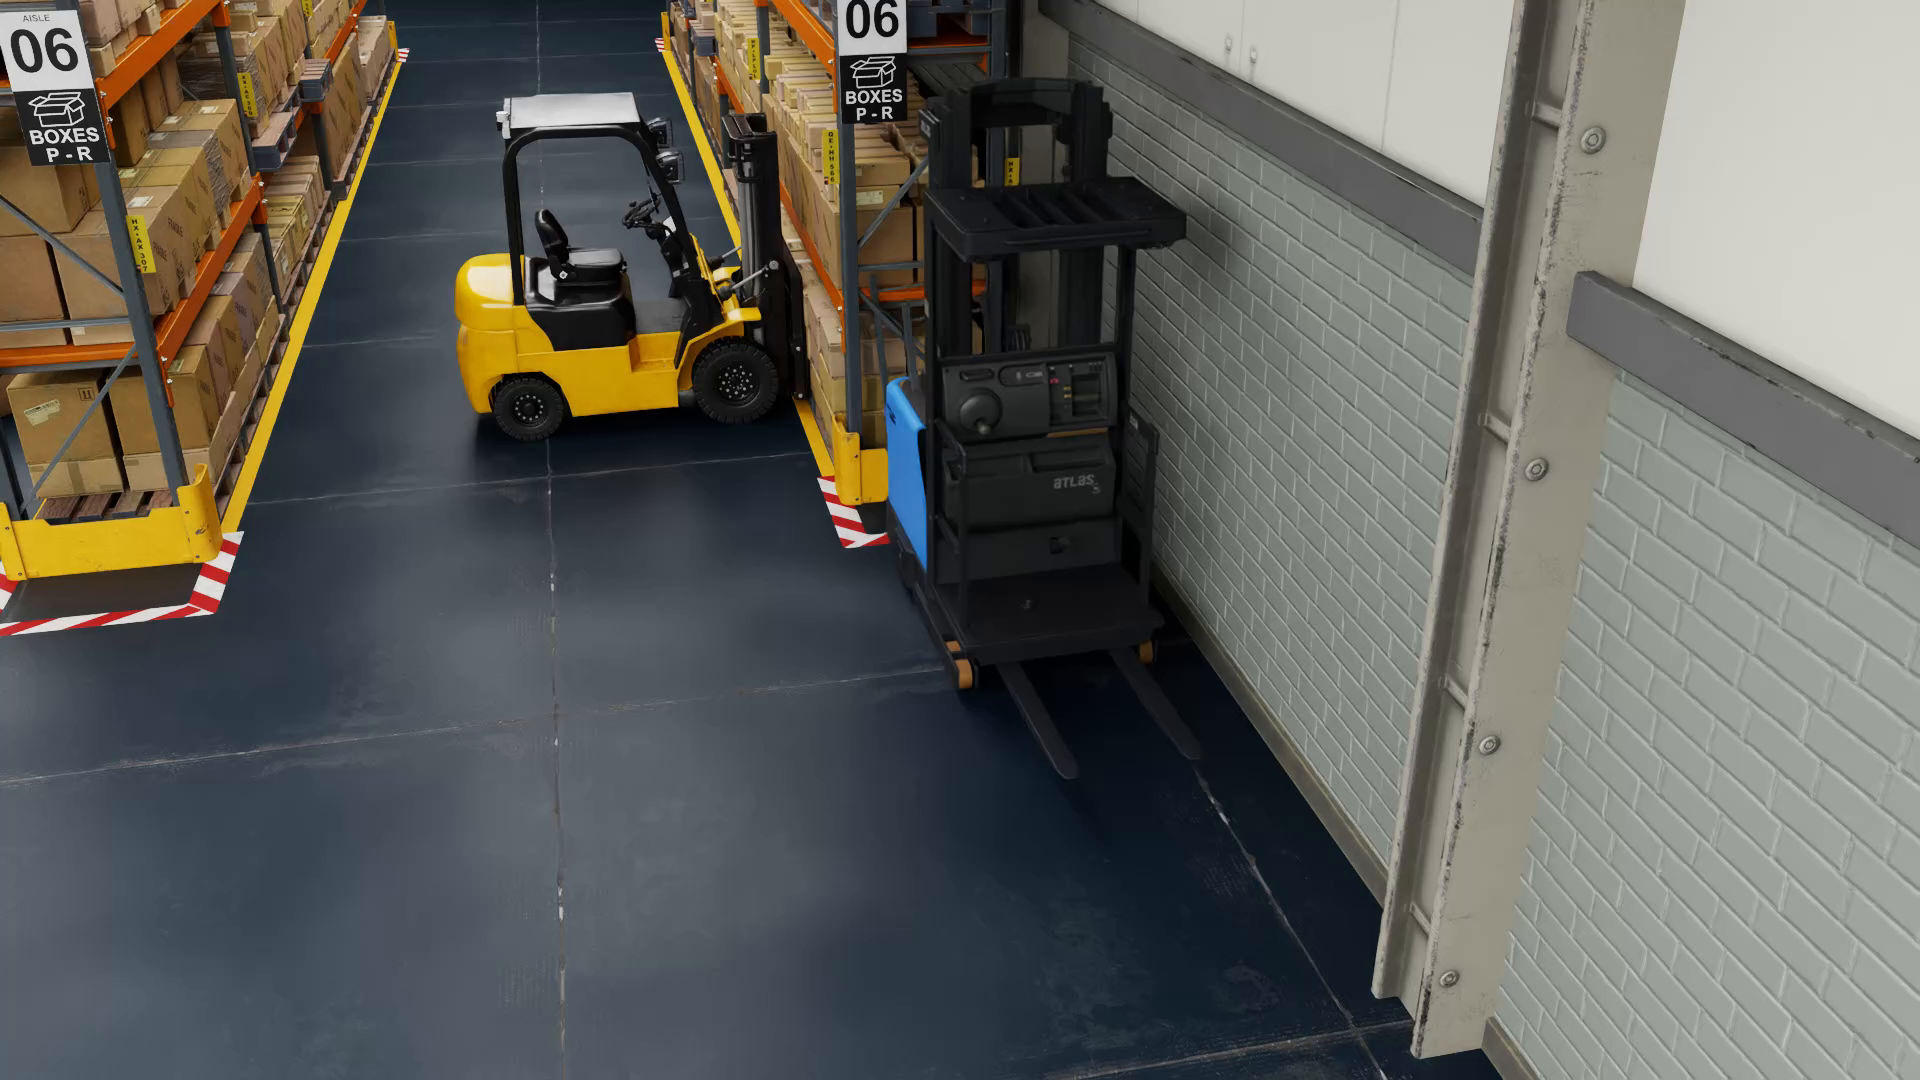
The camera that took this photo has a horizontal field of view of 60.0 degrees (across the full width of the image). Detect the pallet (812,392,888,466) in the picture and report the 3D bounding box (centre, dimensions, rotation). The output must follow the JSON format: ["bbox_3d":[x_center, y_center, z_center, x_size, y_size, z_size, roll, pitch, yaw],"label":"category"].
[{"bbox_3d":[-0.444,-0.788,11.576,1.003,0.211,1.213,-6,27,-12],"label":"pallet"}]

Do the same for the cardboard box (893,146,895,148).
[{"bbox_3d":[-0.275,-2.782,11.602,0.380,0.149,0.250,-5,27,-10],"label":"cardboard box"}]

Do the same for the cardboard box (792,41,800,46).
[{"bbox_3d":[-1.328,-4.534,15.516,0.500,0.250,0.500,-6,27,-13],"label":"cardboard box"}]

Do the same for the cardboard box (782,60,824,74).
[{"bbox_3d":[-1.185,-3.650,12.992,0.380,0.149,0.250,-6,27,-11],"label":"cardboard box"}]

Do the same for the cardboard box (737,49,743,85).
[{"bbox_3d":[-1.724,-4.253,14.959,0.500,0.250,0.500,-5,27,-11],"label":"cardboard box"}]

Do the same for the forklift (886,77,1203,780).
[{"bbox_3d":[0.422,-0.716,8.416,1.130,2.935,3.031,-7,28,-13],"label":"forklift"}]

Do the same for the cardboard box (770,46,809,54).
[{"bbox_3d":[-1.505,-4.143,14.298,0.380,0.149,0.250,-6,27,-12],"label":"cardboard box"}]

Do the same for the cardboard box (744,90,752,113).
[{"bbox_3d":[-1.619,-3.805,14.626,0.500,0.250,0.500,-6,27,-12],"label":"cardboard box"}]

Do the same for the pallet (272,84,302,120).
[{"bbox_3d":[-6.383,-3.757,14.577,1.003,0.211,1.213,-6,27,-12],"label":"pallet"}]

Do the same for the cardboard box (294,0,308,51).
[{"bbox_3d":[-6.495,-4.901,15.724,0.500,0.500,0.500,-7,28,-13],"label":"cardboard box"}]

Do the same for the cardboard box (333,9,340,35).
[{"bbox_3d":[-7.215,-5.778,18.535,0.500,0.250,0.500,-7,28,-13],"label":"cardboard box"}]

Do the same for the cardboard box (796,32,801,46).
[{"bbox_3d":[-1.300,-4.641,15.286,0.380,0.149,0.250,-6,27,-11],"label":"cardboard box"}]

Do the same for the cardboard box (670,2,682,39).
[{"bbox_3d":[-3.791,-7.520,24.124,0.797,0.503,0.637,-7,28,-14],"label":"cardboard box"}]

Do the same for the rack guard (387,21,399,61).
[{"bbox_3d":[-8.677,-7.114,23.789,1.175,0.500,0.348,-6,27,-12],"label":"rack guard"}]

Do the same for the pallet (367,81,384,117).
[{"bbox_3d":[-7.865,-5.560,21.032,1.003,0.211,1.213,-6,27,-12],"label":"pallet"}]

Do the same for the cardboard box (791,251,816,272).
[{"bbox_3d":[-0.989,-1.945,12.250,0.500,0.250,0.500,-7,28,-13],"label":"cardboard box"}]

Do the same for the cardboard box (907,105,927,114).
[{"bbox_3d":[-0.286,-2.918,11.542,0.380,0.149,0.250,-7,28,-13],"label":"cardboard box"}]

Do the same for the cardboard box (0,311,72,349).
[{"bbox_3d":[-5.358,-1.226,9.628,0.380,0.149,0.250,-5,27,-10],"label":"cardboard box"}]

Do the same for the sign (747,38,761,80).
[{"bbox_3d":[-1.658,-3.879,13.409,0.100,0.325,0.005,-6,27,-12],"label":"sign"}]

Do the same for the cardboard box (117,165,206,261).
[{"bbox_3d":[-5.138,-2.059,10.560,0.500,0.500,0.500,-6,27,-13],"label":"cardboard box"}]

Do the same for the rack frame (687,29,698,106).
[{"bbox_3d":[-2.935,-6.969,20.728,1.000,3.000,0.127,-6,27,-12],"label":"rack frame"}]

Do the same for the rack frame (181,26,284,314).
[{"bbox_3d":[-5.967,-2.951,12.768,1.000,3.000,0.127,-6,27,-12],"label":"rack frame"}]

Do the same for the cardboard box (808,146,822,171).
[{"bbox_3d":[-0.818,-2.611,11.262,0.380,0.149,0.250,-7,28,-13],"label":"cardboard box"}]

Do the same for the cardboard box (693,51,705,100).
[{"bbox_3d":[-3.045,-5.805,20.731,0.500,0.500,0.500,-5,27,-9],"label":"cardboard box"}]

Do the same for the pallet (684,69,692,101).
[{"bbox_3d":[-3.089,-6.026,21.954,1.003,0.211,1.213,-6,27,-12],"label":"pallet"}]

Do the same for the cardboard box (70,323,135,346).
[{"bbox_3d":[-4.941,-1.253,9.683,0.380,0.149,0.250,-6,27,-11],"label":"cardboard box"}]

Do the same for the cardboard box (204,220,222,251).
[{"bbox_3d":[-5.244,-2.059,11.279,0.380,0.149,0.250,-6,27,-11],"label":"cardboard box"}]

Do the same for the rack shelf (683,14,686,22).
[{"bbox_3d":[-3.386,-7.526,22.630,1.077,0.370,4.000,-6,27,-12],"label":"rack shelf"}]

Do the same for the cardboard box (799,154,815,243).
[{"bbox_3d":[-0.821,-2.389,11.542,0.500,0.500,0.500,-6,27,-13],"label":"cardboard box"}]

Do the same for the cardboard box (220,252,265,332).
[{"bbox_3d":[-5.456,-1.790,12.222,0.500,0.500,0.500,-5,27,-11],"label":"cardboard box"}]

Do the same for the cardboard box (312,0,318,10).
[{"bbox_3d":[-6.863,-5.656,16.907,0.500,0.500,0.500,-6,27,-11],"label":"cardboard box"}]

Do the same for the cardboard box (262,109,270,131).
[{"bbox_3d":[-5.832,-3.412,13.493,0.380,0.149,0.250,-5,27,-11],"label":"cardboard box"}]

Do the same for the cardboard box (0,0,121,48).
[{"bbox_3d":[-4.919,-2.848,9.071,0.500,0.250,0.500,-6,27,-13],"label":"cardboard box"}]

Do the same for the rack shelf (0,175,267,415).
[{"bbox_3d":[-5.516,-1.752,11.191,1.077,0.370,4.000,-6,27,-12],"label":"rack shelf"}]

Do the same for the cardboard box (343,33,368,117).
[{"bbox_3d":[-7.552,-5.438,19.587,0.875,0.875,0.875,-5,27,-10],"label":"cardboard box"}]

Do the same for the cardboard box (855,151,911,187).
[{"bbox_3d":[-0.517,-2.304,10.324,0.380,0.149,0.250,-6,27,-11],"label":"cardboard box"}]

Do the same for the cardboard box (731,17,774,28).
[{"bbox_3d":[-1.947,-4.812,15.623,0.380,0.149,0.250,-5,27,-11],"label":"cardboard box"}]

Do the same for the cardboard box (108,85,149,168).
[{"bbox_3d":[-5.693,-2.691,10.701,0.700,0.500,0.500,-6,27,-12],"label":"cardboard box"}]

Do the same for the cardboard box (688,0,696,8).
[{"bbox_3d":[-2.750,-6.394,19.012,0.700,0.500,0.500,-6,27,-12],"label":"cardboard box"}]

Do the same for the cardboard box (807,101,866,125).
[{"bbox_3d":[-0.868,-2.977,11.657,0.380,0.149,0.250,-6,27,-11],"label":"cardboard box"}]

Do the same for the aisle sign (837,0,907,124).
[{"bbox_3d":[-0.502,-2.803,9.589,0.394,0.787,0.004,-6,27,-12],"label":"aisle sign"}]

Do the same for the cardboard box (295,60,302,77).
[{"bbox_3d":[-6.285,-4.335,15.322,0.380,0.149,0.250,-7,28,-14],"label":"cardboard box"}]

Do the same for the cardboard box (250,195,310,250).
[{"bbox_3d":[-6.411,-2.816,14.950,0.950,0.372,0.625,-5,27,-10],"label":"cardboard box"}]

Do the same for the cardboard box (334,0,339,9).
[{"bbox_3d":[-7.191,-6.005,18.430,0.500,0.250,0.500,-5,27,-10],"label":"cardboard box"}]

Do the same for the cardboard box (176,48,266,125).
[{"bbox_3d":[-5.793,-3.551,13.049,0.500,0.500,0.500,-5,27,-10],"label":"cardboard box"}]

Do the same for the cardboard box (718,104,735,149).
[{"bbox_3d":[-2.338,-4.448,18.042,0.500,0.500,0.500,-5,27,-10],"label":"cardboard box"}]

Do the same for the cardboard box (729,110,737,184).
[{"bbox_3d":[-1.906,-4.065,17.144,0.875,0.625,0.625,-5,27,-10],"label":"cardboard box"}]

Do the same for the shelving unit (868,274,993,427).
[{"bbox_3d":[-0.130,-0.832,10.166,0.538,1.500,1.048,-10,20,-11],"label":"shelving unit"}]

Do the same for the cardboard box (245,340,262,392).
[{"bbox_3d":[-5.332,-1.223,11.929,0.500,0.250,0.500,-6,27,-11],"label":"cardboard box"}]

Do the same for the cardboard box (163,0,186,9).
[{"bbox_3d":[-5.381,-3.617,11.038,0.380,0.149,0.250,-5,27,-10],"label":"cardboard box"}]

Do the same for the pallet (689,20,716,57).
[{"bbox_3d":[-2.255,-5.418,17.868,1.213,0.211,1.003,-6,27,-12],"label":"pallet"}]

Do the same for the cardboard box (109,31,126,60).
[{"bbox_3d":[-4.997,-2.827,9.471,0.380,0.149,0.250,-5,27,-10],"label":"cardboard box"}]

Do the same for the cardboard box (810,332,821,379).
[{"bbox_3d":[-0.747,-1.287,11.502,0.500,0.250,0.500,-6,27,-12],"label":"cardboard box"}]

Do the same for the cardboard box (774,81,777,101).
[{"bbox_3d":[-1.257,-3.511,13.046,0.380,0.149,0.250,-5,27,-10],"label":"cardboard box"}]
